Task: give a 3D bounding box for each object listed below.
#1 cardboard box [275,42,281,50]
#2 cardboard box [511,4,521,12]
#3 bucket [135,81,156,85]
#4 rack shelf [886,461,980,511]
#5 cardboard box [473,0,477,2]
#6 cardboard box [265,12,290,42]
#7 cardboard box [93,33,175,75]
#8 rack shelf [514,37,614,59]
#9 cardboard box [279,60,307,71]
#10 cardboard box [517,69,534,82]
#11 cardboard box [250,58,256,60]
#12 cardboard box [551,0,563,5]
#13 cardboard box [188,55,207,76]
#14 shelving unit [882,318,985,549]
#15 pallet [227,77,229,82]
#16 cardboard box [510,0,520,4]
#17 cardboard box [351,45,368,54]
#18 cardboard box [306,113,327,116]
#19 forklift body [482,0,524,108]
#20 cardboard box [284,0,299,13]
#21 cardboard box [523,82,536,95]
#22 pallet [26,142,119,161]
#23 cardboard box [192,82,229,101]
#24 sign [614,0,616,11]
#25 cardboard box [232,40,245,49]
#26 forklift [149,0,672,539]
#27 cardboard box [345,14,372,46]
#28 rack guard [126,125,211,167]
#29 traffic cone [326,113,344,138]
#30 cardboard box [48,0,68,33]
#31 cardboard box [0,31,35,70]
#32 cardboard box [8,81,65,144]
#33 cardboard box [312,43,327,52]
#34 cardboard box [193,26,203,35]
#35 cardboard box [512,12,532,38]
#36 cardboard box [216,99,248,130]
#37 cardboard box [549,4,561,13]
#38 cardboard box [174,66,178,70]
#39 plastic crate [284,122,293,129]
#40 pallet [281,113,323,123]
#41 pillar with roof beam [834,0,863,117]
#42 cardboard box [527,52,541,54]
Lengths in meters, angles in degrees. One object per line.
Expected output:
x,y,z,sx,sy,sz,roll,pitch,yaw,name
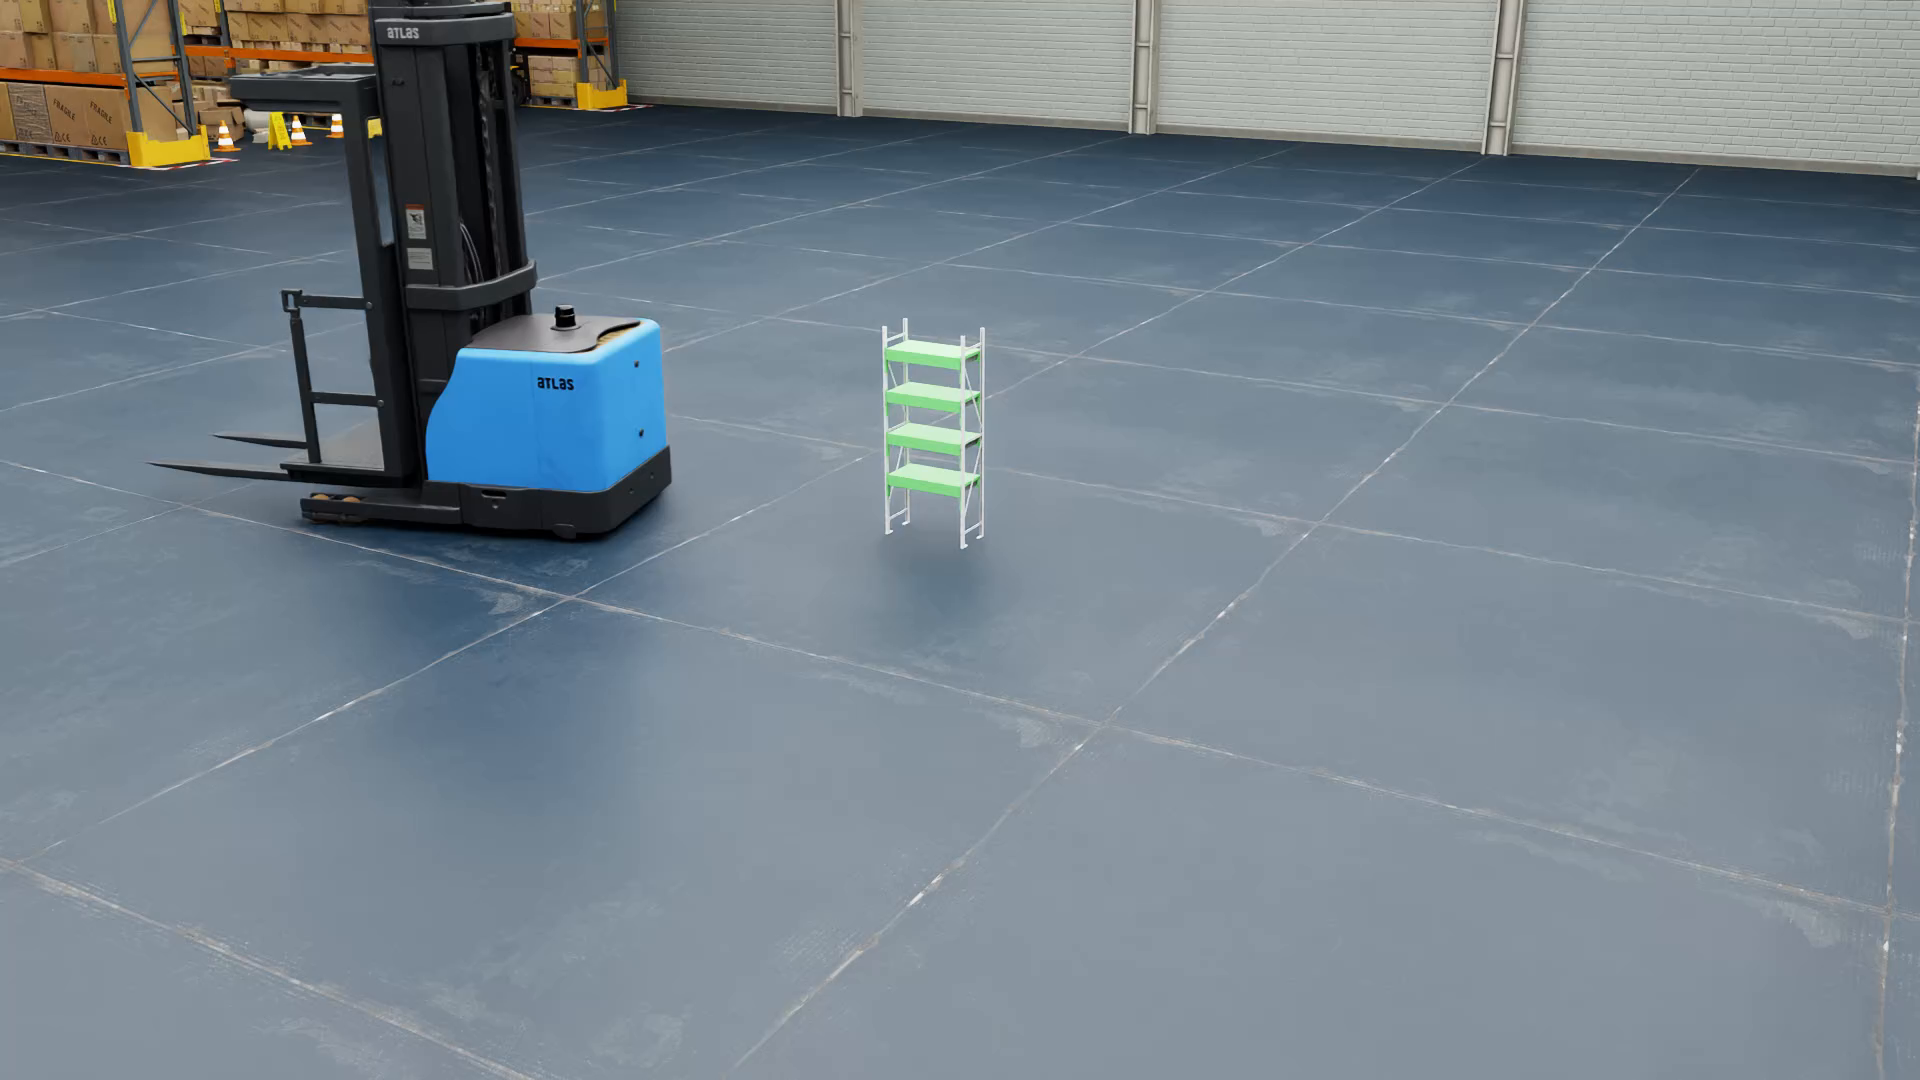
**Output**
-12.002,-8.843,29.713,0.250,0.149,0.380,11,23,27,cardboard box
-8.722,-10.603,33.097,0.250,0.149,0.380,11,23,28,cardboard box
-14.143,-7.606,28.506,0.726,0.611,0.620,-16,16,-38,bucket
-0.145,-0.306,9.340,0.480,0.148,0.258,11,23,27,rack shelf
-9.595,-10.921,33.539,0.250,0.149,0.380,10,22,26,cardboard box
-11.930,-9.124,29.536,0.500,0.500,0.500,11,22,27,cardboard box
-12.240,-7.220,24.651,0.550,0.550,0.875,11,23,27,cardboard box
-8.896,-10.065,33.768,4.000,0.370,1.077,11,23,27,rack shelf
-11.911,-8.474,29.691,0.250,0.149,0.380,12,23,30,cardboard box
-8.621,-9.364,33.465,0.500,0.250,0.500,10,22,26,cardboard box
-15.499,-10.602,37.244,0.500,0.500,0.500,12,23,30,cardboard box
-7.796,-10.591,32.628,0.250,0.149,0.380,11,23,27,cardboard box
-17.314,-10.941,38.178,0.500,0.500,0.500,12,23,30,cardboard box
-0.145,-0.592,9.236,0.503,1.200,0.258,11,23,27,shelving unit
-15.829,-10.428,37.805,1.213,0.211,1.003,11,23,27,pallet
-8.729,-10.741,33.044,0.250,0.149,0.380,11,23,28,cardboard box
-10.274,-8.482,28.716,0.250,0.149,0.380,10,22,27,cardboard box
-11.313,-7.725,29.679,0.500,0.250,0.500,10,22,25,cardboard box
-9.696,-9.444,32.245,1.214,2.155,2.313,11,23,27,forklift body
-11.422,-9.534,29.200,0.500,0.500,0.700,11,22,27,cardboard box
-8.577,-9.131,33.554,0.500,0.250,0.500,11,23,28,cardboard box
-13.691,-6.104,25.882,1.213,0.211,1.003,11,23,27,pallet
-14.148,-8.424,31.428,0.625,0.372,0.950,12,23,31,cardboard box
-6.875,-10.679,33.020,0.005,0.325,0.100,11,23,27,sign
-12.941,-8.991,30.122,0.250,0.149,0.380,11,23,27,cardboard box
-3.326,-1.627,9.553,3.031,2.935,1.130,4,20,12,forklift
-10.176,-8.787,28.608,0.500,0.500,0.500,10,22,26,cardboard box
-11.873,-5.923,24.959,0.348,0.500,1.175,11,23,27,rack guard
-10.572,-7.087,28.224,0.334,0.463,0.336,11,23,27,traffic cone
-13.147,-7.951,25.081,0.550,0.550,0.875,11,23,27,cardboard box
-14.153,-7.570,25.615,0.550,0.550,0.875,11,23,27,cardboard box
-14.082,-6.691,25.912,0.875,0.875,0.875,11,23,28,cardboard box
-11.149,-8.664,29.220,0.250,0.149,0.380,11,22,27,cardboard box
-13.865,-9.389,30.602,0.250,0.149,0.380,10,22,26,cardboard box
-8.604,-10.295,33.201,0.500,0.500,0.500,10,22,26,cardboard box
-12.788,-7.500,29.304,0.500,0.500,0.500,-7,21,-20,cardboard box
-7.827,-10.430,32.622,0.250,0.149,0.380,11,23,28,cardboard box
-18.256,-10.928,38.658,0.250,0.149,0.380,10,22,26,cardboard box
-12.089,-7.380,29.592,0.583,0.080,0.402,3,20,9,plastic crate
-12.456,-7.845,30.683,1.213,0.211,1.003,11,23,27,pallet
-4.180,-10.995,26.480,0.400,9.000,9.100,11,23,27,pillar with roof beam
-8.791,-9.837,34.035,0.500,0.250,0.500,10,22,26,cardboard box
